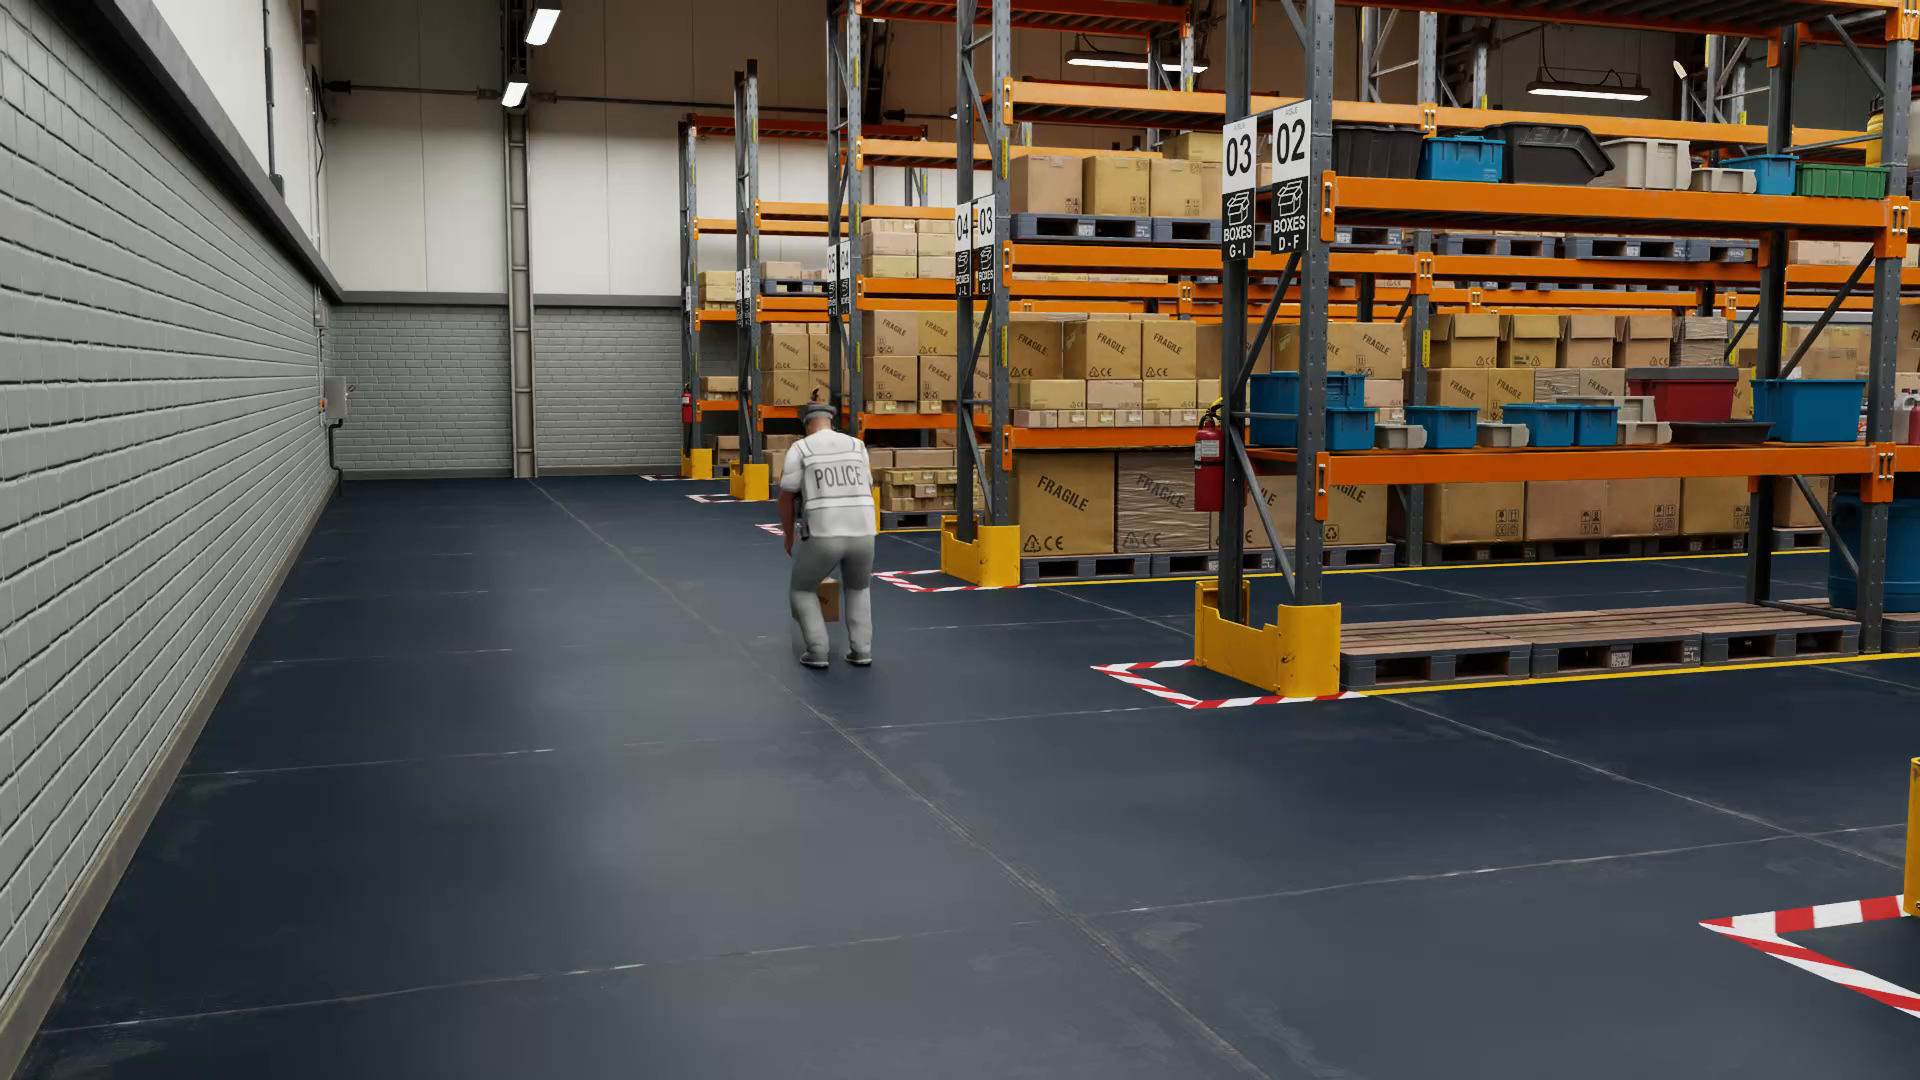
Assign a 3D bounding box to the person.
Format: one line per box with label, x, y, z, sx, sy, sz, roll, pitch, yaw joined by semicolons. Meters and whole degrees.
person;-0.797;-0.027;10.033;0.584;1.572;0.682;-2;6;-18
